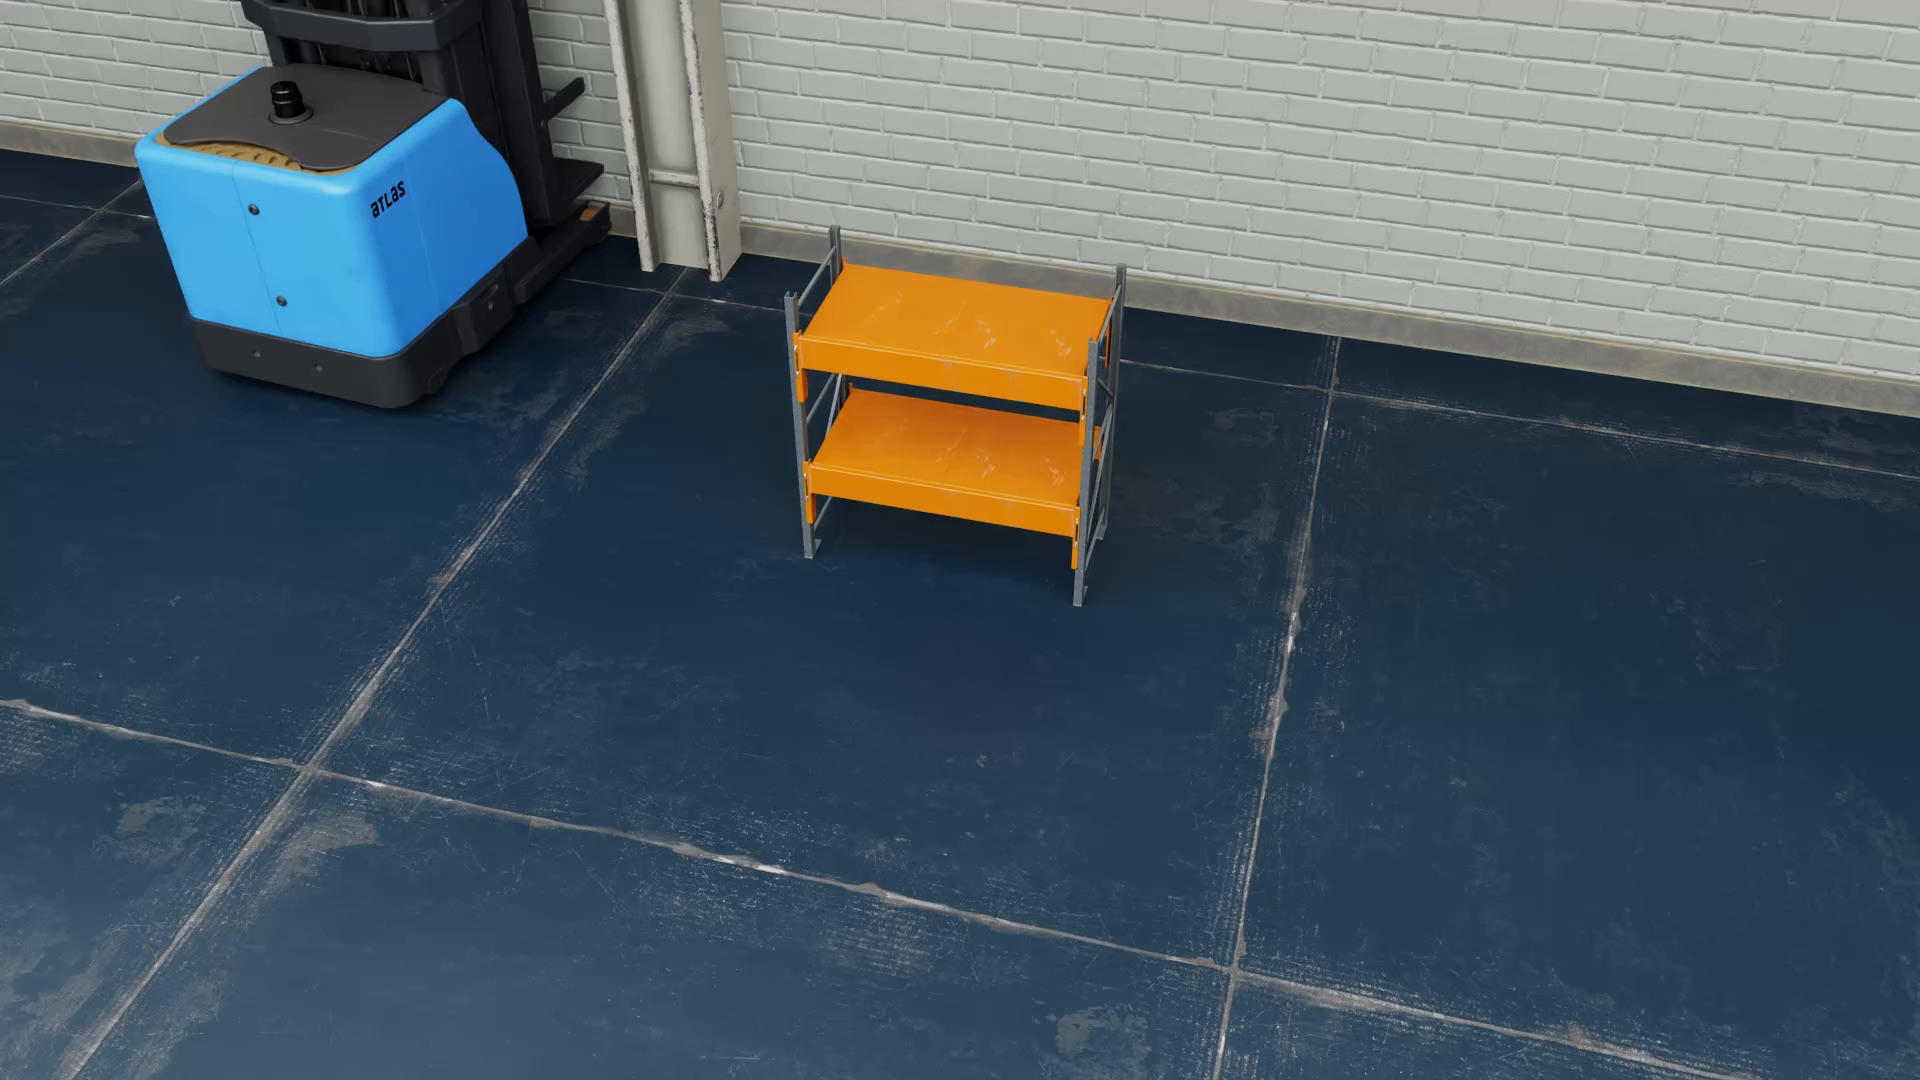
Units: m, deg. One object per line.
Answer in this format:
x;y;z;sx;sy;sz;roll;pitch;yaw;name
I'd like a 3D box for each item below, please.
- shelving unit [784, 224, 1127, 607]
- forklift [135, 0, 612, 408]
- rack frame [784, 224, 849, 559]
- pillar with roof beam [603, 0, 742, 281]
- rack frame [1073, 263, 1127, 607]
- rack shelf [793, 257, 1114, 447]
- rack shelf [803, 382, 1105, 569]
-0.007;-0.432;5.890;1.048;1.125;0.538;10;41;11;shelving unit
-2.242;-2.614;7.084;1.130;2.935;3.031;13;42;15;forklift
-0.498;-0.516;5.990;0.032;1.125;0.500;10;41;11;rack frame
-2.368;-2.091;1.743;0.400;9.000;9.100;10;41;11;pillar with roof beam
0.485;-0.347;5.789;0.032;1.125;0.500;10;41;11;rack frame
-0.007;-0.656;5.701;1.000;0.278;0.538;10;41;11;rack shelf
-0.007;-0.245;6.047;1.000;0.278;0.538;10;41;11;rack shelf
